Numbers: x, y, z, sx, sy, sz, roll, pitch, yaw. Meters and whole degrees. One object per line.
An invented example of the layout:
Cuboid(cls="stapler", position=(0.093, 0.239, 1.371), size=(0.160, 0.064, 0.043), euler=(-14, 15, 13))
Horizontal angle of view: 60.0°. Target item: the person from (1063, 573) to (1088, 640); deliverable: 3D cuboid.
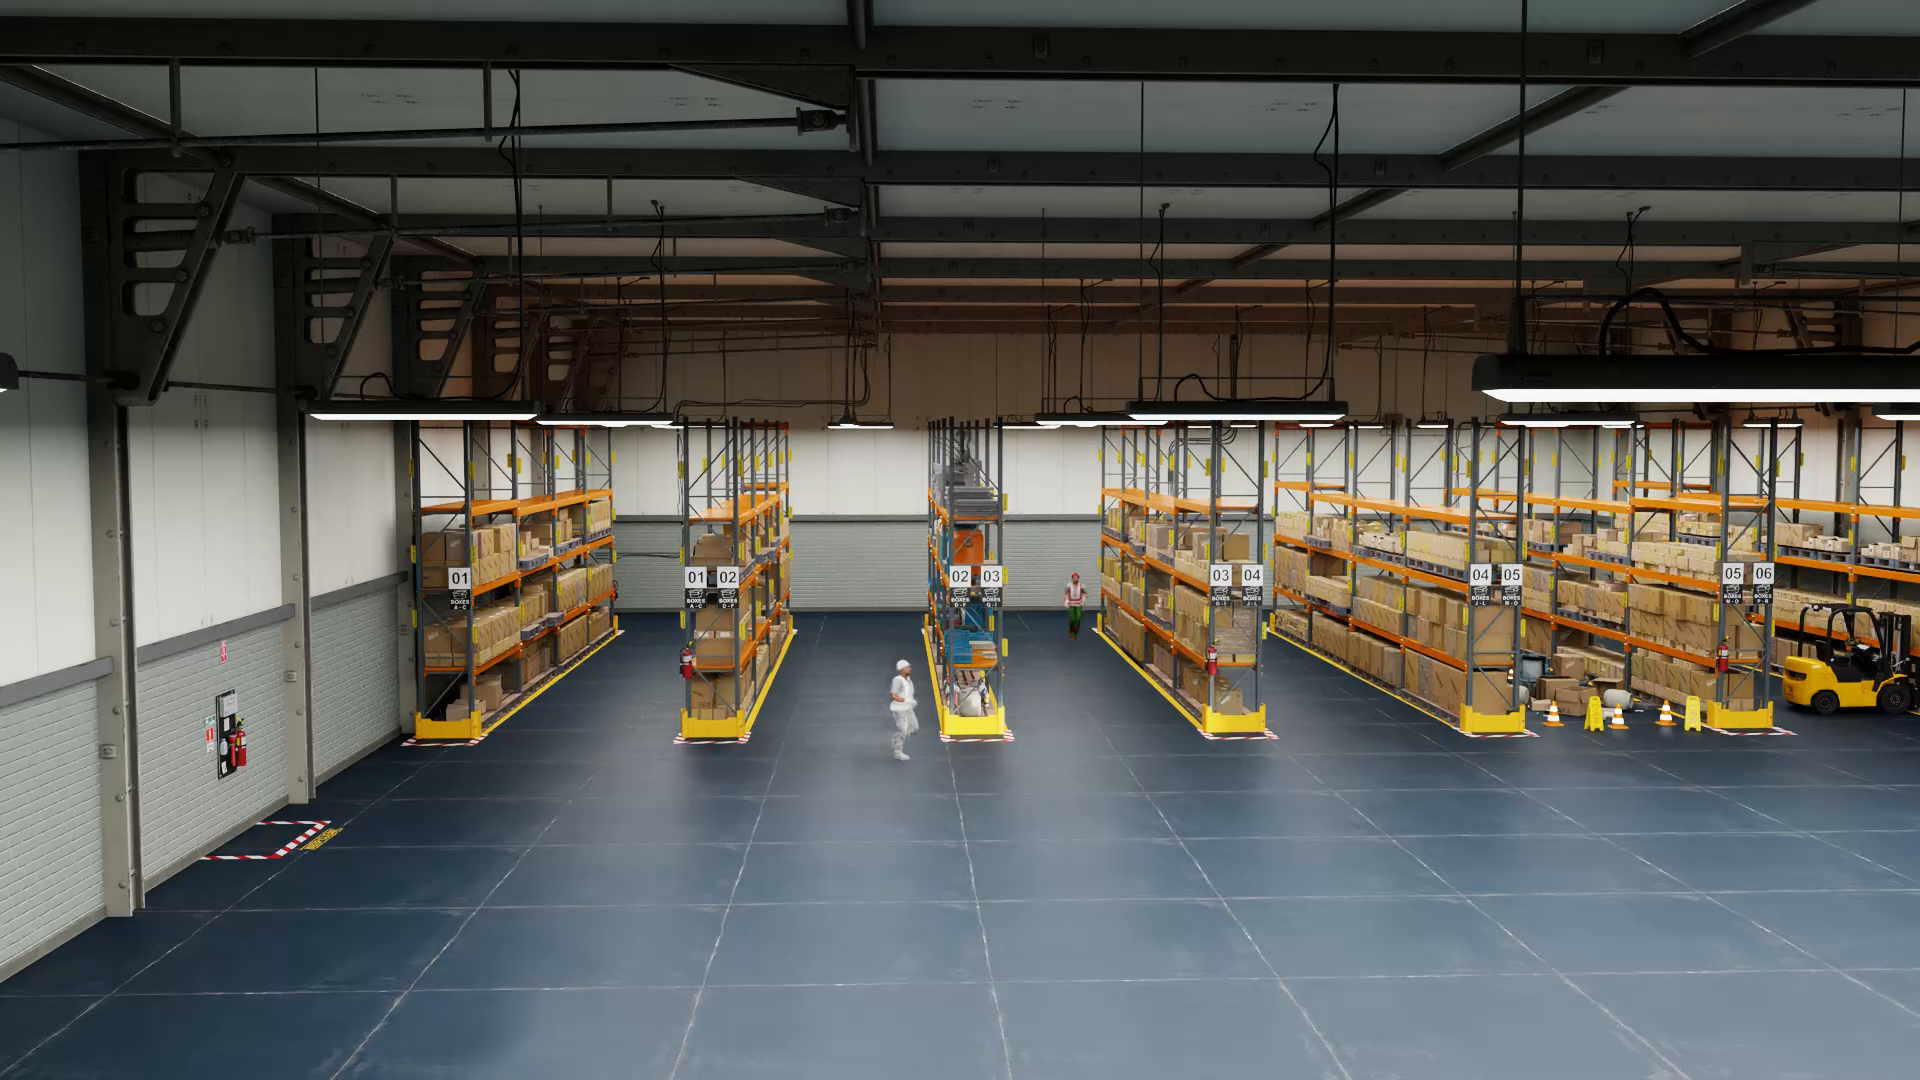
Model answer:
Cuboid(cls="person", position=(3.033, 1.728, 43.443), size=(0.644, 1.749, 0.582), euler=(0, 4, 0))

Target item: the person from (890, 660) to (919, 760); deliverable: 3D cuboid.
Cuboid(cls="person", position=(-0.967, 2.960, 28.958), size=(0.611, 1.745, 0.660), euler=(2, 4, 23))

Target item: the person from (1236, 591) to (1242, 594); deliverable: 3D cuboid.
Cuboid(cls="person", position=(7.785, 1.874, 46.381), size=(0.734, 1.713, 1.046), euler=(-1, 4, -14))

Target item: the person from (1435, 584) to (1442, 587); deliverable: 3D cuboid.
Cuboid(cls="person", position=(14.351, 1.654, 49.346), size=(0.679, 1.739, 0.703), euler=(1, 4, 16))
